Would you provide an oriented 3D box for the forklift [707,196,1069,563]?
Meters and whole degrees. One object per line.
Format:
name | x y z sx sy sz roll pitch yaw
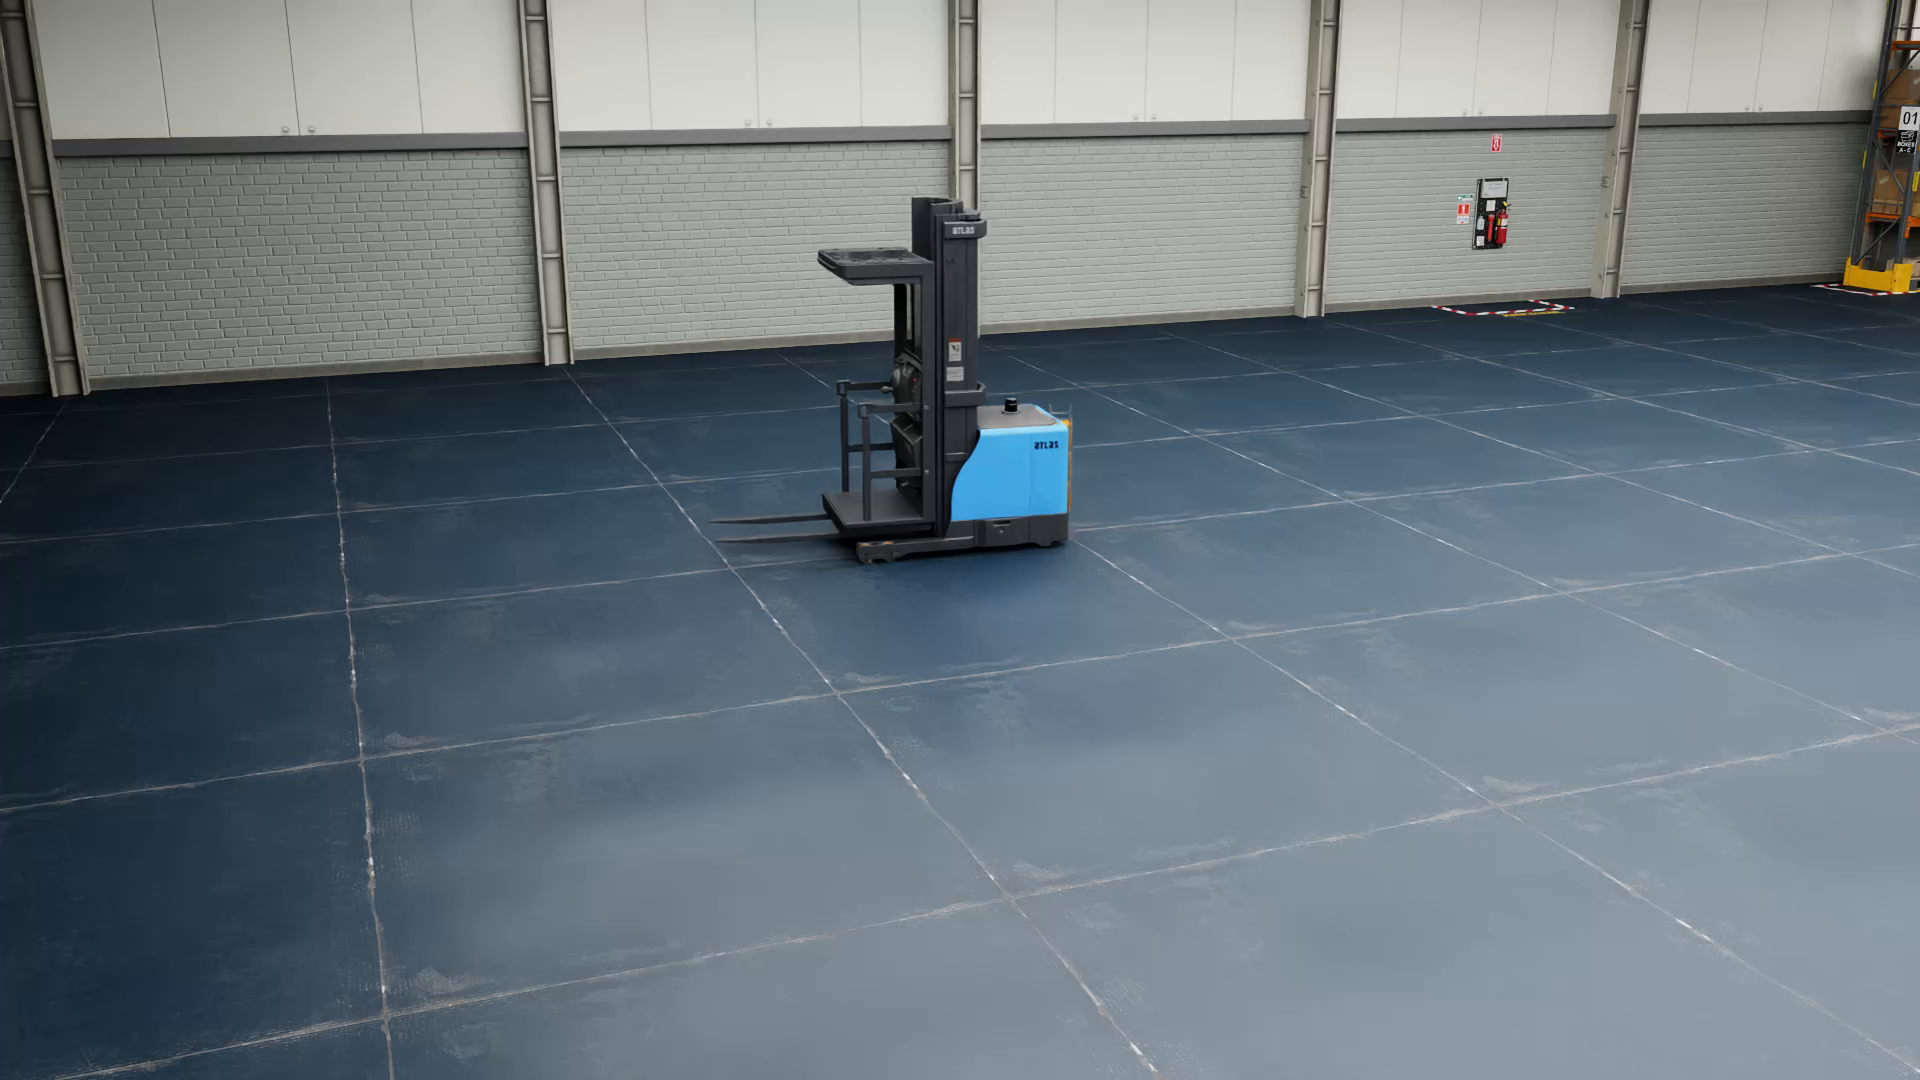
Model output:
forklift | -0.637 -1.377 14.085 3.031 2.935 1.130 -4 17 -14

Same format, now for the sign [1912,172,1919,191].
sign | 16.724 -6.275 29.106 0.005 0.325 0.100 -6 17 -20

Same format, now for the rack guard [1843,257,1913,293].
rack guard | 16.601 -4.810 30.092 0.348 0.500 1.175 -6 17 -20

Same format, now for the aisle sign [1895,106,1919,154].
aisle sign | 16.570 -7.163 29.054 0.004 0.787 0.394 -6 17 -20

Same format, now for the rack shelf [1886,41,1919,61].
rack shelf | 18.398 -8.735 29.657 4.000 0.370 1.077 -6 17 -20

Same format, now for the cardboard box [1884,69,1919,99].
cardboard box | 16.839 -8.091 29.516 0.500 0.500 0.500 -5 17 -18

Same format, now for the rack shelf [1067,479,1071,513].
rack shelf | 0.899 -0.406 15.140 0.215 0.259 0.240 1 16 4

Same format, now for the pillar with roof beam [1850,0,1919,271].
pillar with roof beam | 18.415 -8.046 26.027 0.400 9.000 9.100 -6 17 -20

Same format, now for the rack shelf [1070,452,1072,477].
rack shelf | 0.899 -0.672 15.062 0.215 0.259 0.240 1 16 4

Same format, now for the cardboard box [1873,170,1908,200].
cardboard box | 16.894 -6.403 29.979 0.500 0.500 0.500 -6 18 -21

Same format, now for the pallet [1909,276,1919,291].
pallet | 17.372 -4.744 30.380 1.213 0.211 1.003 -6 17 -20

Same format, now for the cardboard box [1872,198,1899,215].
cardboard box | 16.897 -6.038 30.066 0.500 0.250 0.500 -6 17 -19

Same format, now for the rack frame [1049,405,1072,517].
rack frame | 0.909 -0.717 15.175 0.200 1.050 0.008 1 16 4

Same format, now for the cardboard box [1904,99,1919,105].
cardboard box | 16.932 -7.467 29.165 0.500 0.500 0.500 -6 17 -19

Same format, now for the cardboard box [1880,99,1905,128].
cardboard box | 16.829 -7.608 29.644 0.500 0.500 0.500 -5 17 -16

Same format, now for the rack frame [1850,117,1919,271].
rack frame | 16.530 -6.002 29.714 0.127 3.000 1.000 -6 17 -20

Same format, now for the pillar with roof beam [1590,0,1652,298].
pillar with roof beam | 12.812 -7.441 23.967 0.400 9.000 9.100 -6 17 -20

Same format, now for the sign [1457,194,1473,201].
sign | 8.404 -5.697 27.671 0.331 0.109 0.001 -6 17 -20

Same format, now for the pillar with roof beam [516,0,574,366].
pillar with roof beam | -3.996 -5.626 17.787 0.400 9.000 9.100 -6 17 -20

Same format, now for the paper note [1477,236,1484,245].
paper note | 8.760 -5.034 27.980 0.142 0.148 0.016 -6 17 -20

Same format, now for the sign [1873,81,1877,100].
sign | 16.350 -8.014 29.671 0.005 0.325 0.100 -6 17 -20

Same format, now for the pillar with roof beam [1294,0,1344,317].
pillar with roof beam | 7.209 -6.836 21.907 0.400 9.000 9.100 -6 17 -20

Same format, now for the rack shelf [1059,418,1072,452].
rack shelf | 0.899 -0.944 14.982 0.215 0.259 0.240 1 16 4

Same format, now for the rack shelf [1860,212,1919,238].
rack shelf | 18.398 -5.859 30.502 4.000 0.370 1.077 -6 17 -20

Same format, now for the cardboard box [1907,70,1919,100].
cardboard box | 16.977 -7.954 29.048 0.500 0.500 0.500 -8 18 -24

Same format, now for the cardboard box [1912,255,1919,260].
cardboard box | 17.741 -5.027 30.383 0.500 0.311 0.500 -5 17 -15

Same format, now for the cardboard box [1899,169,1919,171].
cardboard box | 17.368 -6.451 30.143 0.500 0.500 0.500 -6 17 -19

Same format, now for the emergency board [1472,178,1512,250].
emergency board | 8.950 -5.456 27.855 0.643 1.169 0.194 -6 17 -20

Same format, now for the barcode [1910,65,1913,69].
barcode | 17.014 -8.460 29.743 0.075 0.075 0.001 -6 17 -20

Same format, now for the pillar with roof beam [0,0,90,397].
pillar with roof beam | -9.599 -5.021 15.727 0.400 9.000 9.100 -6 17 -20

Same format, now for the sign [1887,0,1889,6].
sign | 16.350 -9.553 29.219 0.005 0.325 0.100 -6 17 -20

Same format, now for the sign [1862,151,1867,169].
sign | 16.350 -6.857 30.010 0.005 0.325 0.100 -6 17 -20

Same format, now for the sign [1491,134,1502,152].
sign | 8.907 -6.594 27.615 0.199 0.298 0.001 -6 17 -20

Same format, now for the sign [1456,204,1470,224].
sign | 8.397 -5.445 27.752 0.234 0.329 0.001 -6 17 -20

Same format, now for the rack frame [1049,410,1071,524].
rack frame | 0.889 -0.648 14.942 0.200 1.050 0.008 1 16 4

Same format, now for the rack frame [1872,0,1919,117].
rack frame | 16.530 -8.881 28.868 0.127 3.000 1.000 -6 17 -20

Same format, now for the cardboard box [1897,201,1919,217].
cardboard box | 17.099 -5.905 29.615 0.500 0.250 0.500 -7 18 -22

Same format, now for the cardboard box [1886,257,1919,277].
cardboard box | 17.208 -4.969 30.188 0.500 0.311 0.500 -8 18 -26

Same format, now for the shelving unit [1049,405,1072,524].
shelving unit | 0.899 -0.682 15.059 0.215 1.050 0.252 1 16 4

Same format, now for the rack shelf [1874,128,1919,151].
rack shelf | 18.398 -7.298 30.079 4.000 0.370 1.077 -6 17 -20

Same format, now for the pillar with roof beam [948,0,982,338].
pillar with roof beam | 1.606 -6.231 19.847 0.400 9.000 9.100 -6 17 -20

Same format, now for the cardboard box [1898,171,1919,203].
cardboard box | 17.083 -6.269 29.521 0.500 0.500 0.500 -6 17 -20
